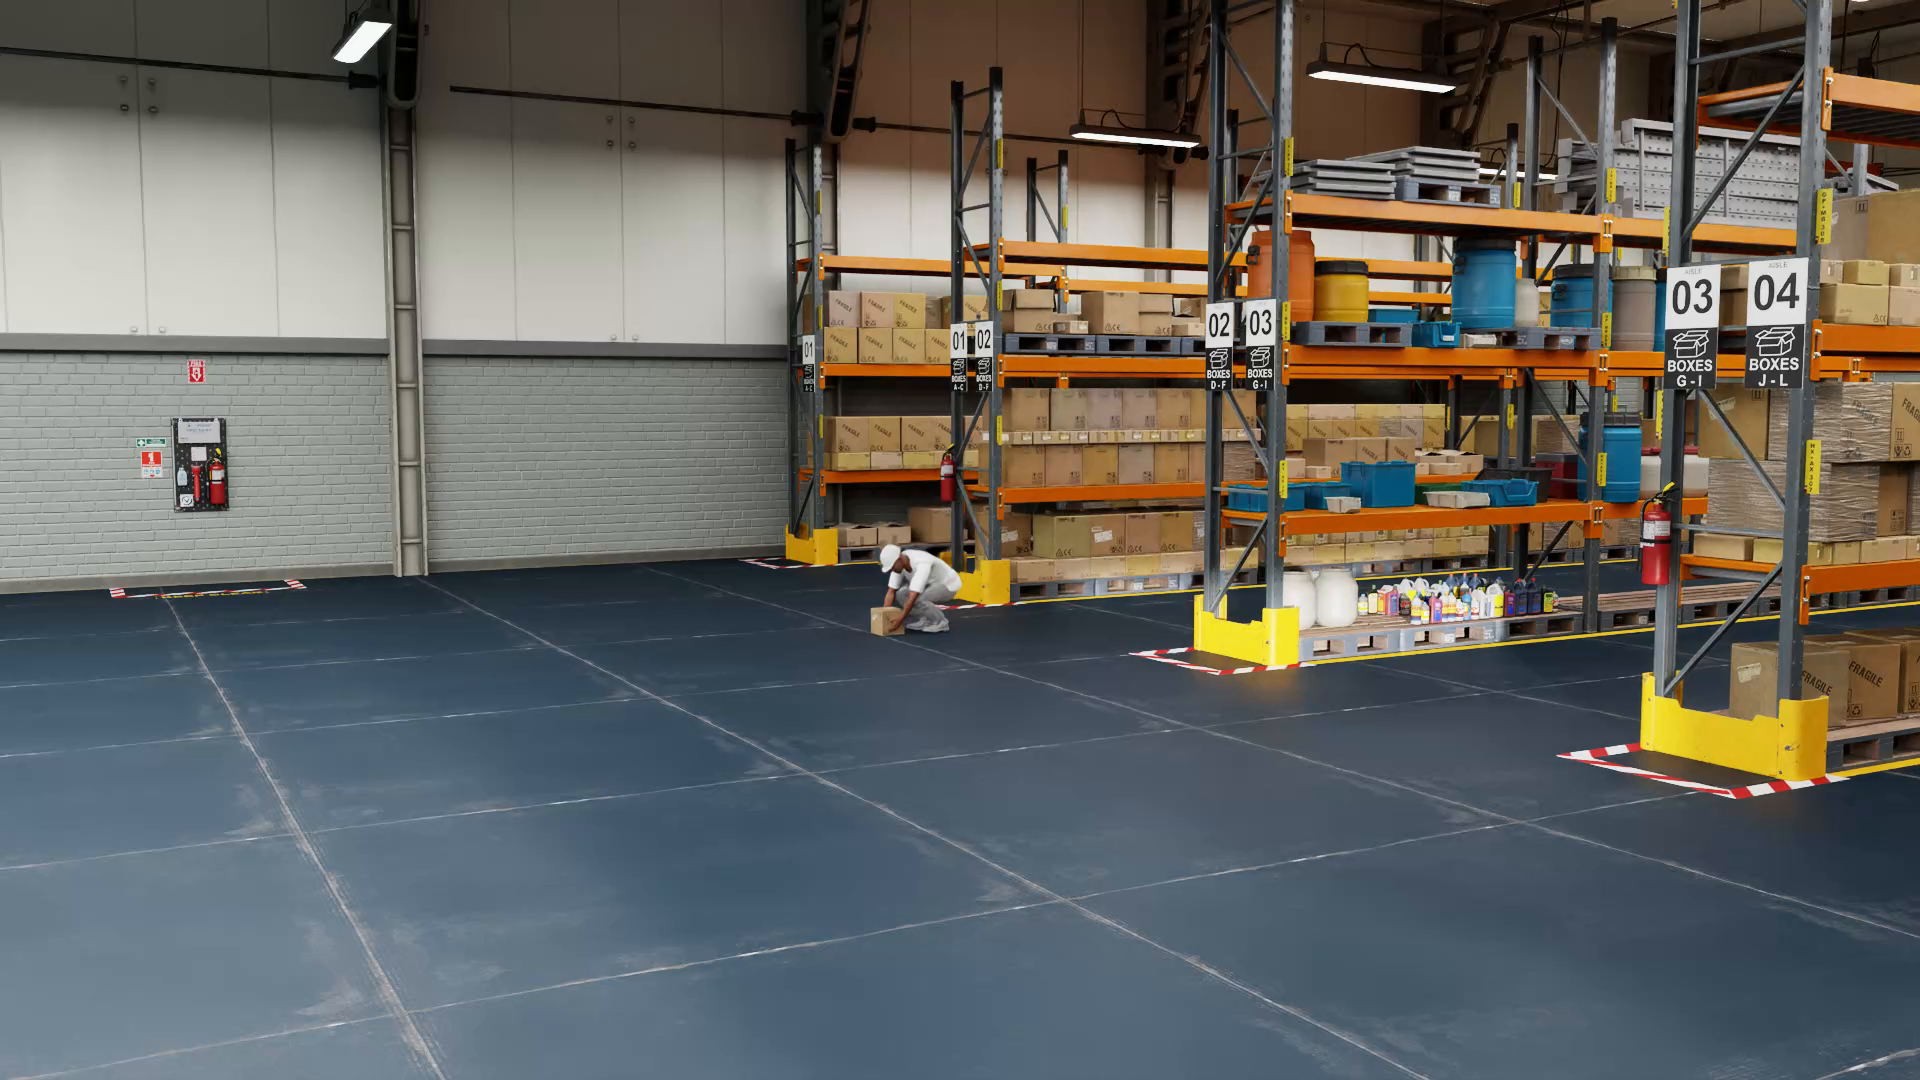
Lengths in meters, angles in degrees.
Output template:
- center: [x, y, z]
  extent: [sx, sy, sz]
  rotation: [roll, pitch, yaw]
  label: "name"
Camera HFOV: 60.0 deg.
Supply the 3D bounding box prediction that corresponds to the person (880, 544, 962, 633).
- center: [-0.403, 0.477, 16.655]
  extent: [0.896, 0.903, 0.563]
  rotation: [-3, 6, -29]
  label: "person"
